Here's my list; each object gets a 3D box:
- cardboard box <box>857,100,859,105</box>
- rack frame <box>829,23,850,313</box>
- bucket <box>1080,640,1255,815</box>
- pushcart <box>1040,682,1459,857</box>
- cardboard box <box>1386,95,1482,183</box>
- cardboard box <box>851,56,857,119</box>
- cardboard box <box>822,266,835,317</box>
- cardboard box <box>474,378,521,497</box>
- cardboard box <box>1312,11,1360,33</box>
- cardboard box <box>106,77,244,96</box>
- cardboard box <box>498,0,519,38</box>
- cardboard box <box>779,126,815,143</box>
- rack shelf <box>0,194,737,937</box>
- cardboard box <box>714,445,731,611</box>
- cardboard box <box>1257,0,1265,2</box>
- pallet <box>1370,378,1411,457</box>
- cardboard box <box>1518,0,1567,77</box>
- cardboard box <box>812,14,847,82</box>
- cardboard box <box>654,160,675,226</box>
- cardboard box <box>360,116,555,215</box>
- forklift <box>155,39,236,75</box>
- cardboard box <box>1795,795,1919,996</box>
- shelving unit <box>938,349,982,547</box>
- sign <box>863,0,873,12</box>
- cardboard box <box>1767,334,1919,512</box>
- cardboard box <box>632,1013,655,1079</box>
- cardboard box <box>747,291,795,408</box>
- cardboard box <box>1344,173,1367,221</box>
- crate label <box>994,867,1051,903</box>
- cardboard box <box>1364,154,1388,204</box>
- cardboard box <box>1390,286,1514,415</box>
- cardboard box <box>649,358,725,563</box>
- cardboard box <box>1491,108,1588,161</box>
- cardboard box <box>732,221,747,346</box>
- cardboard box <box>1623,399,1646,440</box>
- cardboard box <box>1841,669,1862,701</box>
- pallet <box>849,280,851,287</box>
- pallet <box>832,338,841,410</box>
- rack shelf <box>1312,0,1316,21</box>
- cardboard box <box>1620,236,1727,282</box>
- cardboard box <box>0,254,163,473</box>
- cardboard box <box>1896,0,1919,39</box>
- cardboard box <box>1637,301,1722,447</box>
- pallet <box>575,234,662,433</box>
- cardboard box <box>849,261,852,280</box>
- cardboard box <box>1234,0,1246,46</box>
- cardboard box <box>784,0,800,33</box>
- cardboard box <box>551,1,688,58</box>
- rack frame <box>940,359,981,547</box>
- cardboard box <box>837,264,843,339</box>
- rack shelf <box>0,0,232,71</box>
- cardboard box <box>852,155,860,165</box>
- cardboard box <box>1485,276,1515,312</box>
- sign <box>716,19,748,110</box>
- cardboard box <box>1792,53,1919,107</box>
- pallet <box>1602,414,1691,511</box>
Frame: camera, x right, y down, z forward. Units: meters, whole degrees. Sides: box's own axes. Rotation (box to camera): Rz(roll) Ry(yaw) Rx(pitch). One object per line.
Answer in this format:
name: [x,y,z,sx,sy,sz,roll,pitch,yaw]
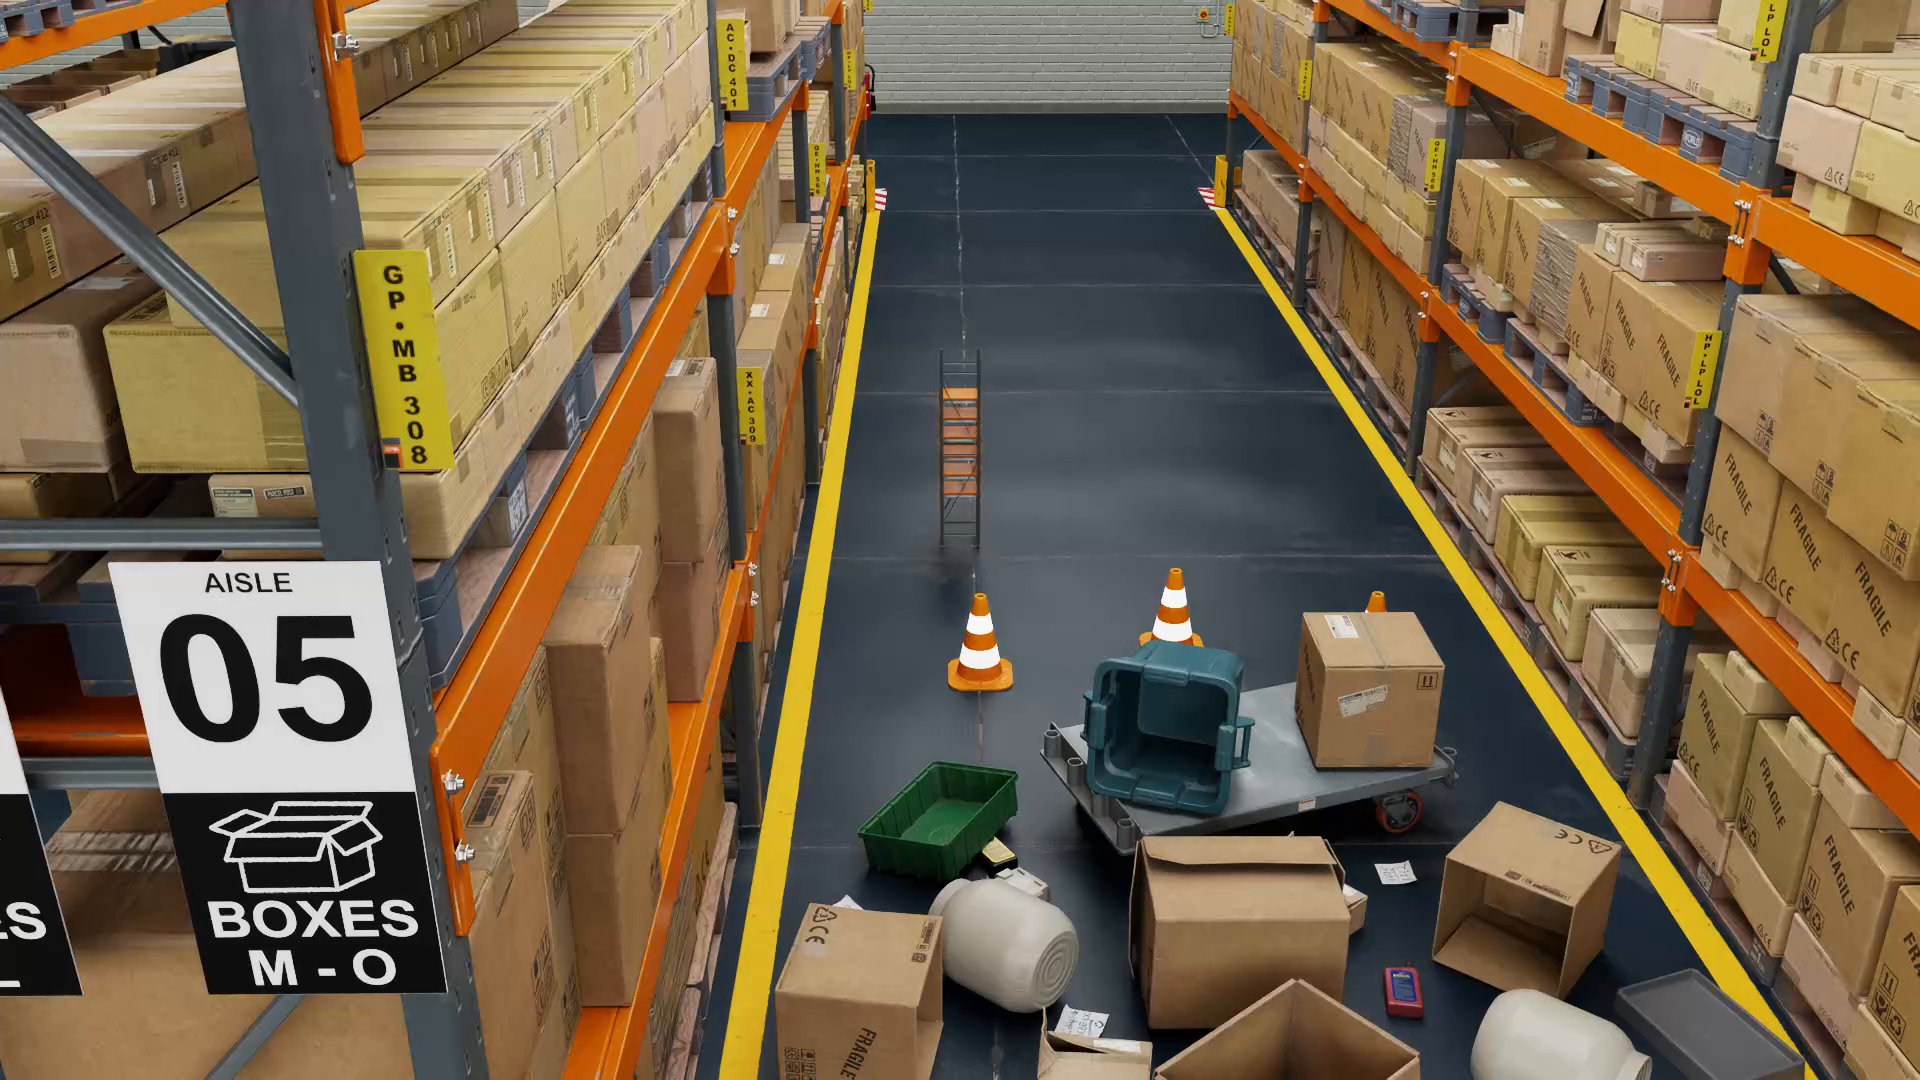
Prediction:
cardboard box: [-1.225,-4.486,16.835,0.380,0.149,0.250,0,24,1]
rack frame: [-1.477,-3.397,14.120,1.000,3.000,0.127,0,24,-1]
bucket: [0.917,0.744,7.092,0.726,0.611,0.620,8,16,18]
pushcart: [1.280,1.062,7.445,1.648,0.377,0.936,-9,26,-19]
cardboard box: [3.234,-2.737,11.326,0.500,0.500,0.500,0,24,0]
cardboard box: [-1.213,-4.195,15.402,0.500,0.500,0.500,-1,24,-2]
cardboard box: [-1.197,-1.841,12.294,0.500,0.250,0.500,0,24,0]
cardboard box: [-1.033,-0.189,3.061,0.380,0.149,0.250,0,24,0]
cardboard box: [3.256,-4.492,14.420,0.380,0.149,0.250,0,24,1]
cardboard box: [-1.703,-0.966,3.811,0.380,0.149,0.250,-1,24,-1]
cardboard box: [-1.726,-1.801,5.659,0.380,0.149,0.250,0,24,0]
cardboard box: [-1.260,-2.932,12.166,0.380,0.149,0.250,-1,24,-1]
rack shelf: [-1.368,-0.315,4.539,1.077,0.370,4.000,0,24,-1]
cardboard box: [-1.374,-0.017,6.465,0.875,0.550,0.550,0,24,-1]
cardboard box: [3.138,-5.434,16.504,0.380,0.149,0.250,-1,24,-2]
pallet: [3.582,-0.867,11.911,1.003,0.211,1.213,0,24,-1]
cardboard box: [3.516,-2.834,9.115,0.700,0.500,0.500,0,24,-1]
cardboard box: [-1.238,-4.220,14.246,0.500,0.500,0.500,0,24,1]
cardboard box: [-1.055,-1.022,4.904,0.380,0.149,0.250,0,24,0]
cardboard box: [-1.038,-0.756,3.348,0.380,0.149,0.250,0,24,0]
forklift: [-4.062,-1.221,9.393,1.130,2.935,3.031,2,24,5]
cardboard box: [3.317,1.234,5.798,0.500,0.500,0.500,1,24,2]
shelving unit: [0.000,-0.541,9.990,0.258,1.200,0.189,0,24,-1]
sign: [-0.966,-5.711,17.448,0.100,0.325,0.005,0,24,-1]
cardboard box: [3.331,-0.408,5.816,0.700,0.500,0.500,0,24,0]
cardboard box: [-1.431,1.683,4.957,0.875,0.875,0.875,-1,24,-1]
cardboard box: [-1.141,-0.987,8.671,0.500,0.500,0.500,0,24,0]
cardboard box: [3.205,-2.579,12.495,0.500,0.250,0.500,-1,24,-1]
crate label: [0.220,1.472,6.828,0.298,0.136,0.250,-19,31,-36]
cardboard box: [3.221,-2.592,11.917,0.500,0.250,0.500,-1,24,-2]
cardboard box: [3.591,-1.321,11.599,0.875,0.875,0.875,0,24,-1]
cardboard box: [-1.298,-0.282,5.742,0.875,0.550,0.550,0,24,-1]
cardboard box: [3.754,-2.518,10.842,0.500,0.500,0.500,-1,24,-2]
cardboard box: [-1.414,-1.226,7.986,0.700,0.500,0.500,0,24,0]
cardboard box: [3.292,-0.560,7.645,0.380,0.149,0.250,-1,24,-2]
cardboard box: [3.332,0.507,5.795,0.380,0.149,0.250,0,24,-1]
pallet: [-1.520,-2.403,15.306,1.003,0.211,1.213,0,24,-1]
pallet: [-1.451,-1.301,12.871,1.003,0.211,1.213,0,24,-1]
rack shelf: [3.450,-5.324,15.614,1.077,0.370,4.000,0,24,-1]
cardboard box: [3.307,-1.305,7.717,0.380,0.149,0.250,-1,24,-2]
cardboard box: [-1.631,-0.323,2.875,0.500,0.250,0.500,0,24,0]
cardboard box: [3.938,-2.329,7.186,0.500,0.250,0.500,-1,24,-2]
cardboard box: [3.324,-0.726,7.223,0.500,0.500,0.500,-1,24,-2]
pallet: [-1.381,-0.588,4.377,1.003,0.211,1.213,0,24,-1]
cardboard box: [-1.160,-2.441,14.956,0.380,0.149,0.250,-1,24,-3]
cardboard box: [3.148,-5.411,17.239,0.500,0.500,0.500,-1,24,-2]
cardboard box: [-1.122,-2.882,8.820,0.500,0.311,0.500,0,24,-1]
cardboard box: [-1.062,-1.596,5.205,0.380,0.149,0.250,0,24,-1]
rack frame: [0.001,-0.503,9.906,0.240,1.200,0.006,0,24,-1]
cardboard box: [-1.212,-1.934,13.410,0.500,0.500,0.500,-1,24,-2]
rack shelf: [-6.416,-3.631,11.871,1.077,0.370,4.000,0,24,-1]
cardboard box: [-1.262,-3.991,17.663,0.380,0.149,0.250,0,24,0]
cardboard box: [3.242,-1.411,9.526,0.380,0.149,0.250,0,24,0]
sign: [-0.835,-1.742,6.097,0.100,0.325,0.005,0,24,-1]
cardboard box: [3.236,-1.648,5.952,0.380,0.149,0.250,-1,24,-1]
pallet: [3.696,-0.392,7.710,1.003,0.211,1.213,0,24,-1]
